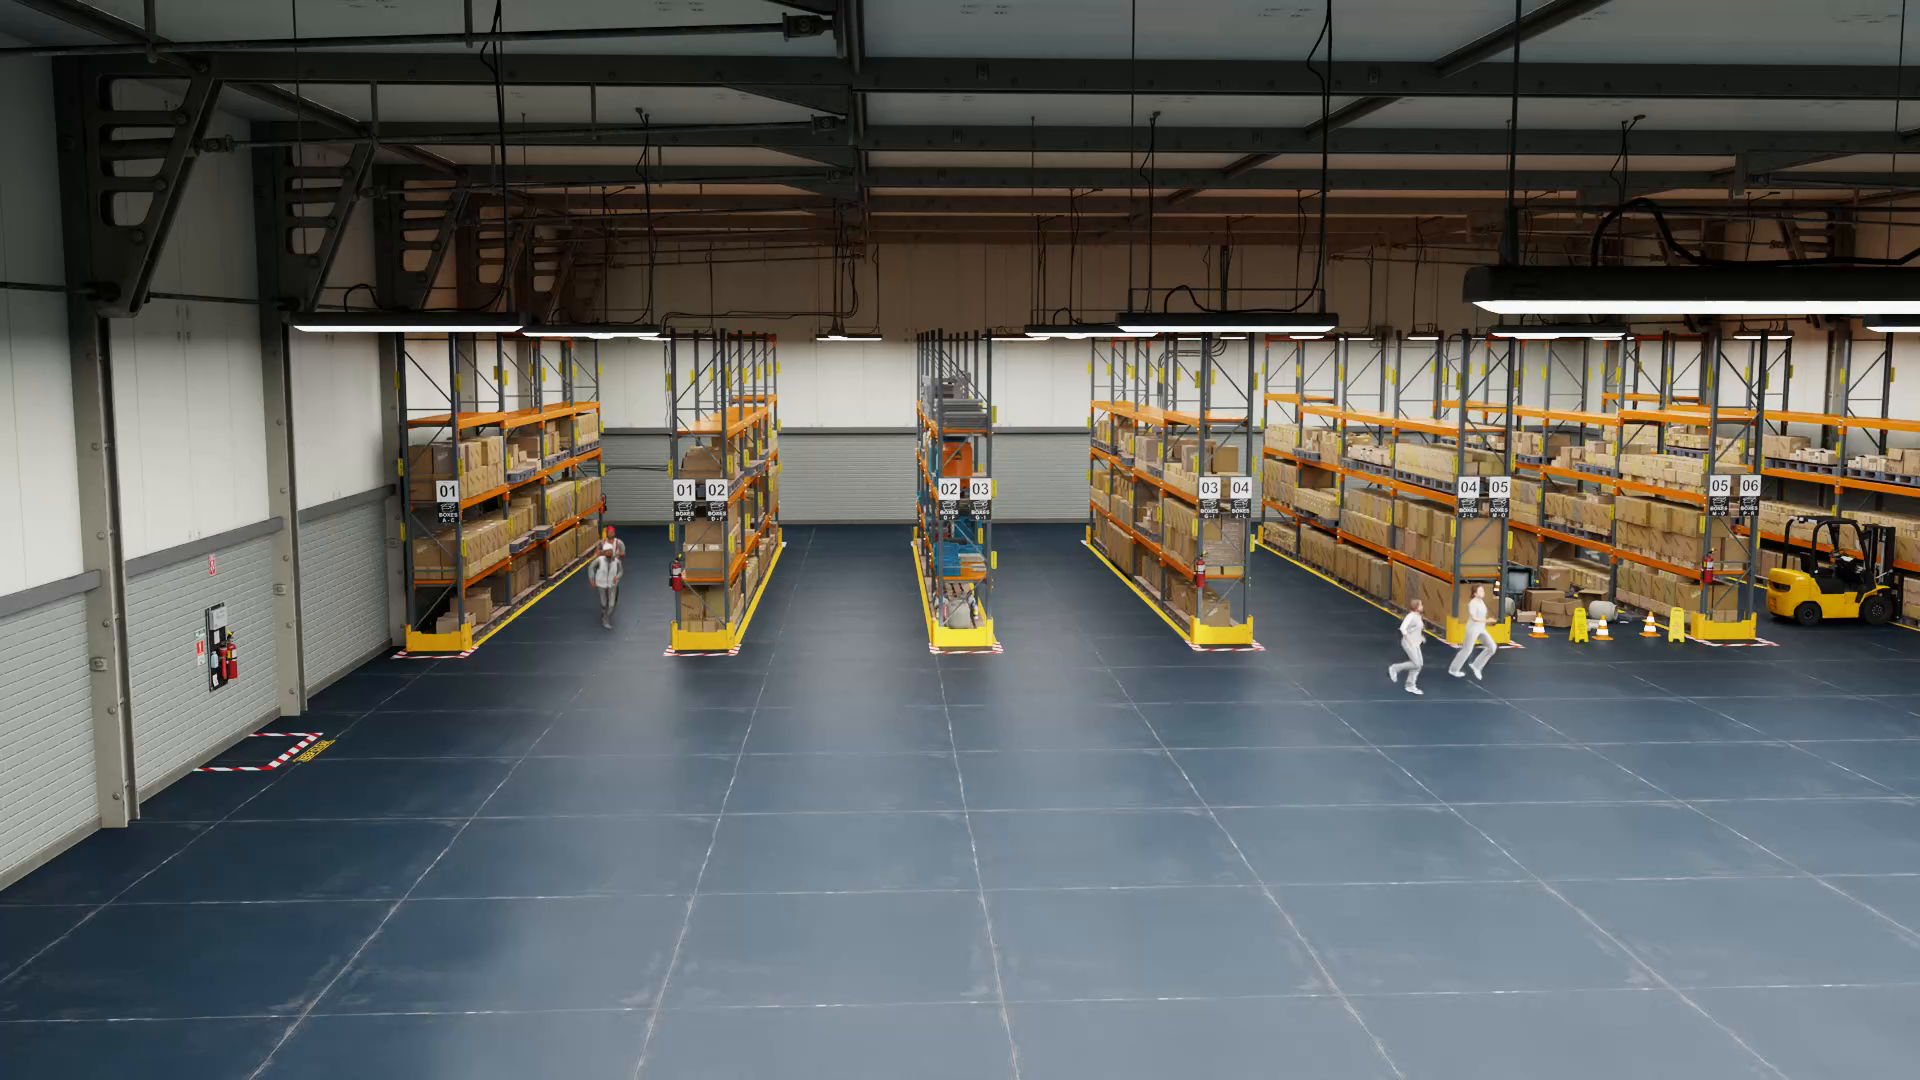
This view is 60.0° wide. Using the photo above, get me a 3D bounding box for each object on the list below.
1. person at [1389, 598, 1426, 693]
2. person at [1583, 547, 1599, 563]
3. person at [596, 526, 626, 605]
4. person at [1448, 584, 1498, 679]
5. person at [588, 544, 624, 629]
[{"bbox_3d":[7.398,1.732,27.469,0.557,1.565,0.559,4,8,31],"label":"person"},{"bbox_3d":[16.046,-0.099,42.096,0.654,1.744,0.532,0,7,-3],"label":"person"},{"bbox_3d":[-7.521,0.614,35.847,0.631,1.844,0.735,-1,7,-11],"label":"person"},{"bbox_3d":[8.787,1.555,28.346,0.574,1.636,0.835,-7,9,-44],"label":"person"},{"bbox_3d":[-7.155,0.924,33.661,0.693,1.730,0.681,-2,7,-20],"label":"person"}]
